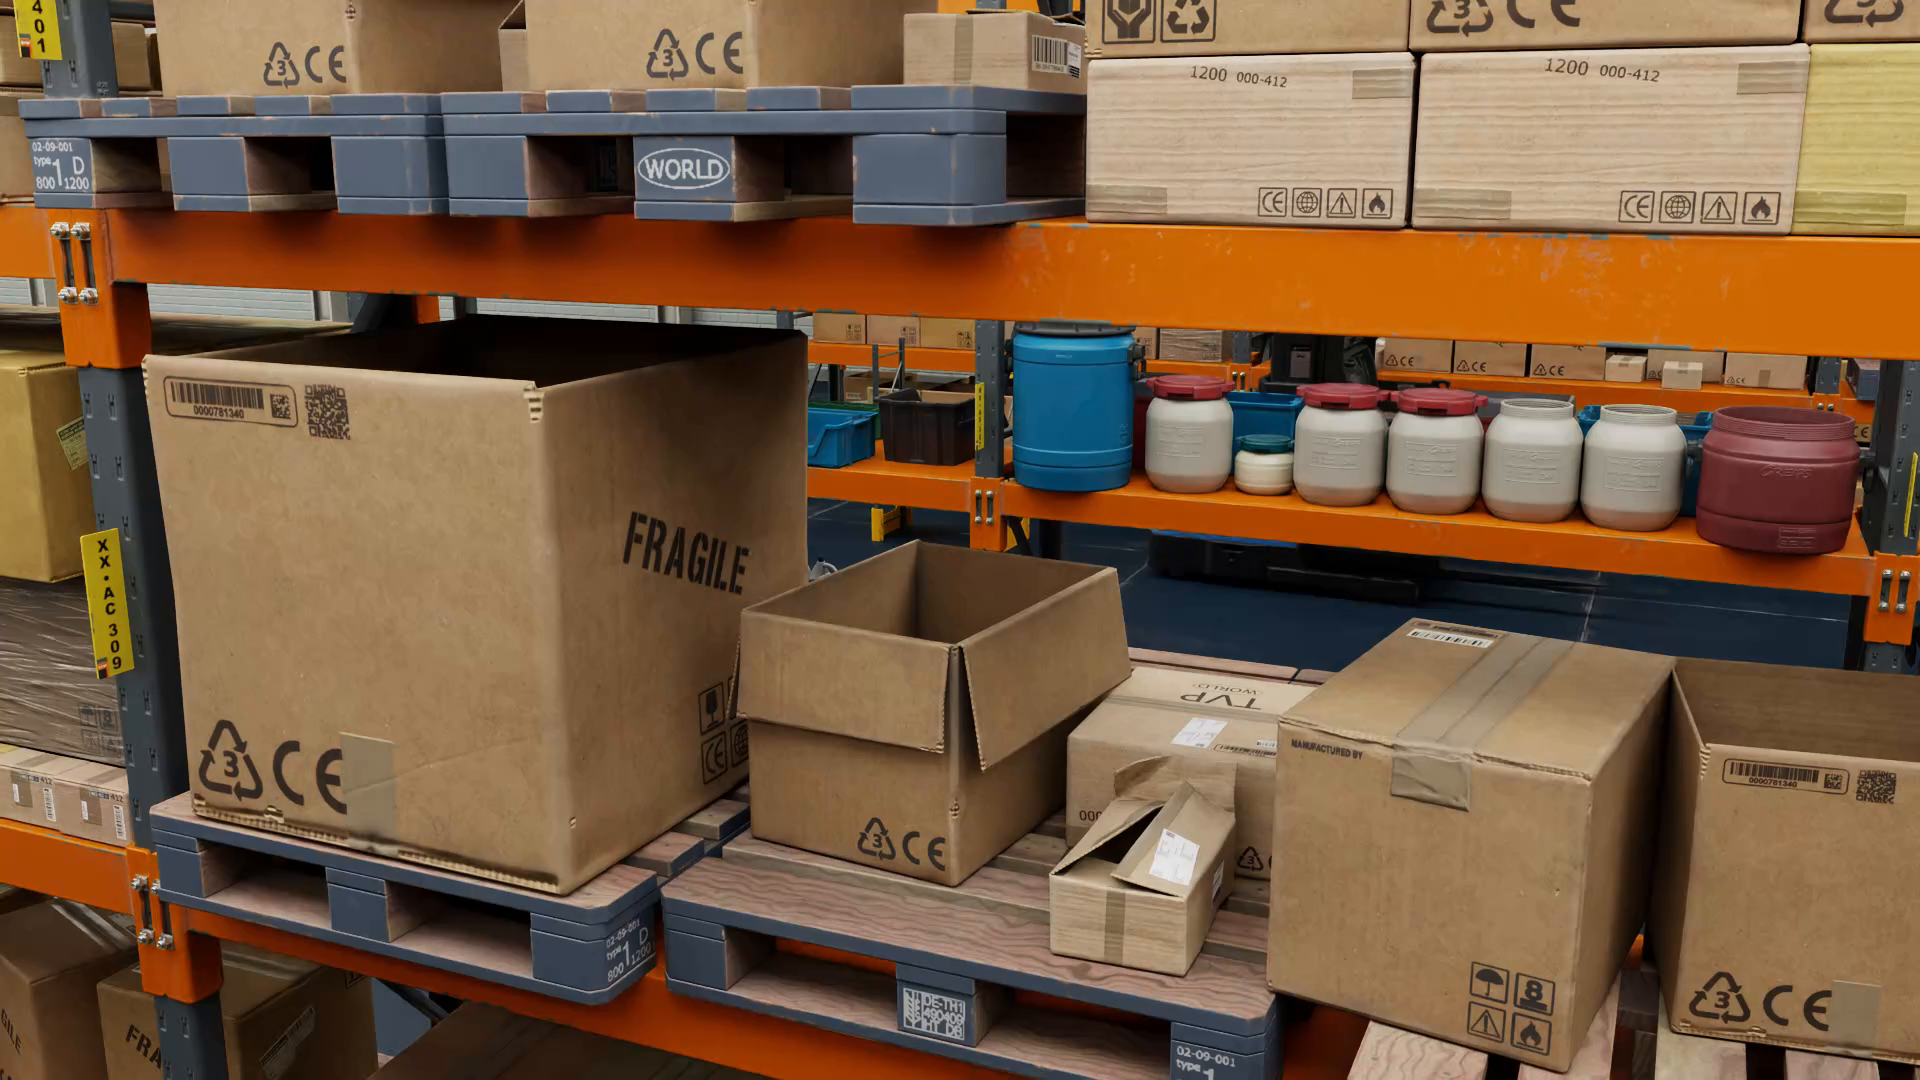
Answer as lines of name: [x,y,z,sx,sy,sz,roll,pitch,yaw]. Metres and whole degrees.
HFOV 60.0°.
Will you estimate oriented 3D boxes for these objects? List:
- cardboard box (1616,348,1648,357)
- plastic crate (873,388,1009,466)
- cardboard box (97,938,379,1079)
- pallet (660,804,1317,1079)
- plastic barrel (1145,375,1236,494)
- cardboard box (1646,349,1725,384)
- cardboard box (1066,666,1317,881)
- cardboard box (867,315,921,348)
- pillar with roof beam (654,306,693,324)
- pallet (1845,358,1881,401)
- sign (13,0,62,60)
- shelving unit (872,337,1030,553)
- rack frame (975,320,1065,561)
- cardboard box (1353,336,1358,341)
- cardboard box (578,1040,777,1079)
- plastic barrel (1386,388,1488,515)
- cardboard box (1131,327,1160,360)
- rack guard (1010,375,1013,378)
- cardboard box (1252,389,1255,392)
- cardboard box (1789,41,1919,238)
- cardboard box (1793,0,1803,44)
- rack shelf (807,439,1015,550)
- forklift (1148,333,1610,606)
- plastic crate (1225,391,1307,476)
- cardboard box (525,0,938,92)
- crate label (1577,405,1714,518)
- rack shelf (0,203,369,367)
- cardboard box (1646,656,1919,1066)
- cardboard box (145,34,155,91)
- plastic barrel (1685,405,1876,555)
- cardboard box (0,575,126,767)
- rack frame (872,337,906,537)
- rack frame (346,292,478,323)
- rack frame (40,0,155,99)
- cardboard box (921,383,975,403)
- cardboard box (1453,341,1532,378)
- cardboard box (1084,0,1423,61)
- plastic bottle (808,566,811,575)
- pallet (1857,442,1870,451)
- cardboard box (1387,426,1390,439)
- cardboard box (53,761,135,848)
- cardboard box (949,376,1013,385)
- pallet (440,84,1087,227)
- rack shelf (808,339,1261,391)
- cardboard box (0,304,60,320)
cardboard box: [6.824,-1.769,16.595,0.500,0.250,0.500,6,15,24]
plastic crate: [-0.097,-0.631,9.012,0.504,0.338,0.767,6,14,23]
cardboard box: [-2.026,1.416,4.708,0.500,0.500,0.500,5,14,22]
pallet: [0.154,0.737,3.466,1.213,0.211,1.003,6,14,23]
plastic barrel: [1.116,-0.518,8.098,0.433,0.535,0.433,0,13,0]
cardboard box: [5.257,-1.330,12.051,0.500,0.311,0.500,6,14,23]
cardboard box: [0.542,0.484,3.534,0.500,0.250,0.500,5,14,22]
cardboard box: [-0.414,-1.945,14.261,0.500,0.500,0.700,6,15,25]
pillar with roof beam: [-5.554,-5.718,17.424,0.400,9.000,9.100,6,14,23]
pallet: [6.645,-1.109,11.333,1.003,0.211,1.213,6,14,23]
sign: [-1.889,-1.149,3.389,0.005,0.325,0.100,6,14,23]
shelving unit: [-0.070,-0.737,12.614,1.083,1.500,0.587,6,14,23]
rack frame: [0.330,-0.586,8.686,0.127,3.000,1.000,6,14,23]
cardboard box: [2.807,-1.511,12.955,0.500,0.250,0.500,7,15,27]
cardboard box: [-0.695,1.561,4.046,0.500,0.500,0.700,6,14,23]
plastic barrel: [2.182,-0.410,7.638,0.433,0.535,0.433,0,13,0]
cardboard box: [1.446,-1.756,13.453,0.500,0.500,0.700,6,14,23]
rack guard: [0.755,-1.801,19.337,0.348,0.500,1.175,6,14,23]
cardboard box: [3.377,-1.740,18.113,0.500,0.500,0.500,5,14,19]
cardboard box: [1.447,-0.561,2.343,0.500,0.250,0.500,6,14,23]
cardboard box: [1.655,-1.031,2.703,0.500,0.500,0.500,6,14,24]
rack shelf: [-1.499,-0.421,9.557,4.000,0.370,1.077,6,14,23]
forklift: [2.883,-1.134,11.171,3.031,2.935,1.130,6,14,24]
plastic crate: [1.464,-0.541,8.529,0.575,0.384,0.392,6,14,23]
cardboard box: [-0.425,-1.115,3.230,0.637,0.503,0.797,6,15,26]
crate label: [3.188,-0.381,7.737,0.616,0.435,0.502,6,14,23]
rack shelf: [-3.505,-0.847,4.805,4.000,0.370,1.077,6,14,23]
cardboard box: [1.471,0.524,2.818,0.500,0.500,0.500,4,14,16]
cardboard box: [-2.120,-1.238,4.353,0.250,0.149,0.380,5,14,20]
plastic barrel: [3.440,-0.262,7.006,0.708,0.536,0.600,6,14,23]
cardboard box: [-2.063,0.201,4.464,0.500,0.500,0.875,6,14,23]
rack frame: [-0.543,-0.785,12.818,0.032,1.500,0.500,6,14,23]
rack frame: [-3.328,-0.956,10.263,0.127,3.000,1.000,6,14,23]
rack frame: [-1.676,-2.472,3.592,0.127,3.000,1.000,6,14,23]
cardboard box: [0.003,-1.036,14.060,0.500,0.500,0.500,6,14,23]
cardboard box: [3.975,-1.499,12.359,0.500,0.500,0.500,6,14,23]
cardboard box: [0.523,-1.020,2.655,0.500,0.500,0.500,6,15,24]
plastic bottle: [-0.972,0.254,9.941,0.185,0.351,0.144,6,15,26]
pallet: [8.690,-0.839,15.867,1.213,0.211,1.003,6,14,23]
cardboard box: [3.304,-0.735,13.191,0.500,0.311,0.500,6,15,25]
cardboard box: [-1.992,0.612,4.129,0.250,0.149,0.380,6,14,23]
cardboard box: [0.213,-1.144,14.523,0.500,0.500,0.500,6,14,23]
pallet: [-0.206,-0.746,3.211,1.003,0.211,1.213,6,14,23]
rack shelf: [0.511,-1.455,13.964,4.000,0.370,1.077,6,14,23]
cardboard box: [-2.900,-0.419,4.915,0.500,0.500,0.500,6,14,23]
